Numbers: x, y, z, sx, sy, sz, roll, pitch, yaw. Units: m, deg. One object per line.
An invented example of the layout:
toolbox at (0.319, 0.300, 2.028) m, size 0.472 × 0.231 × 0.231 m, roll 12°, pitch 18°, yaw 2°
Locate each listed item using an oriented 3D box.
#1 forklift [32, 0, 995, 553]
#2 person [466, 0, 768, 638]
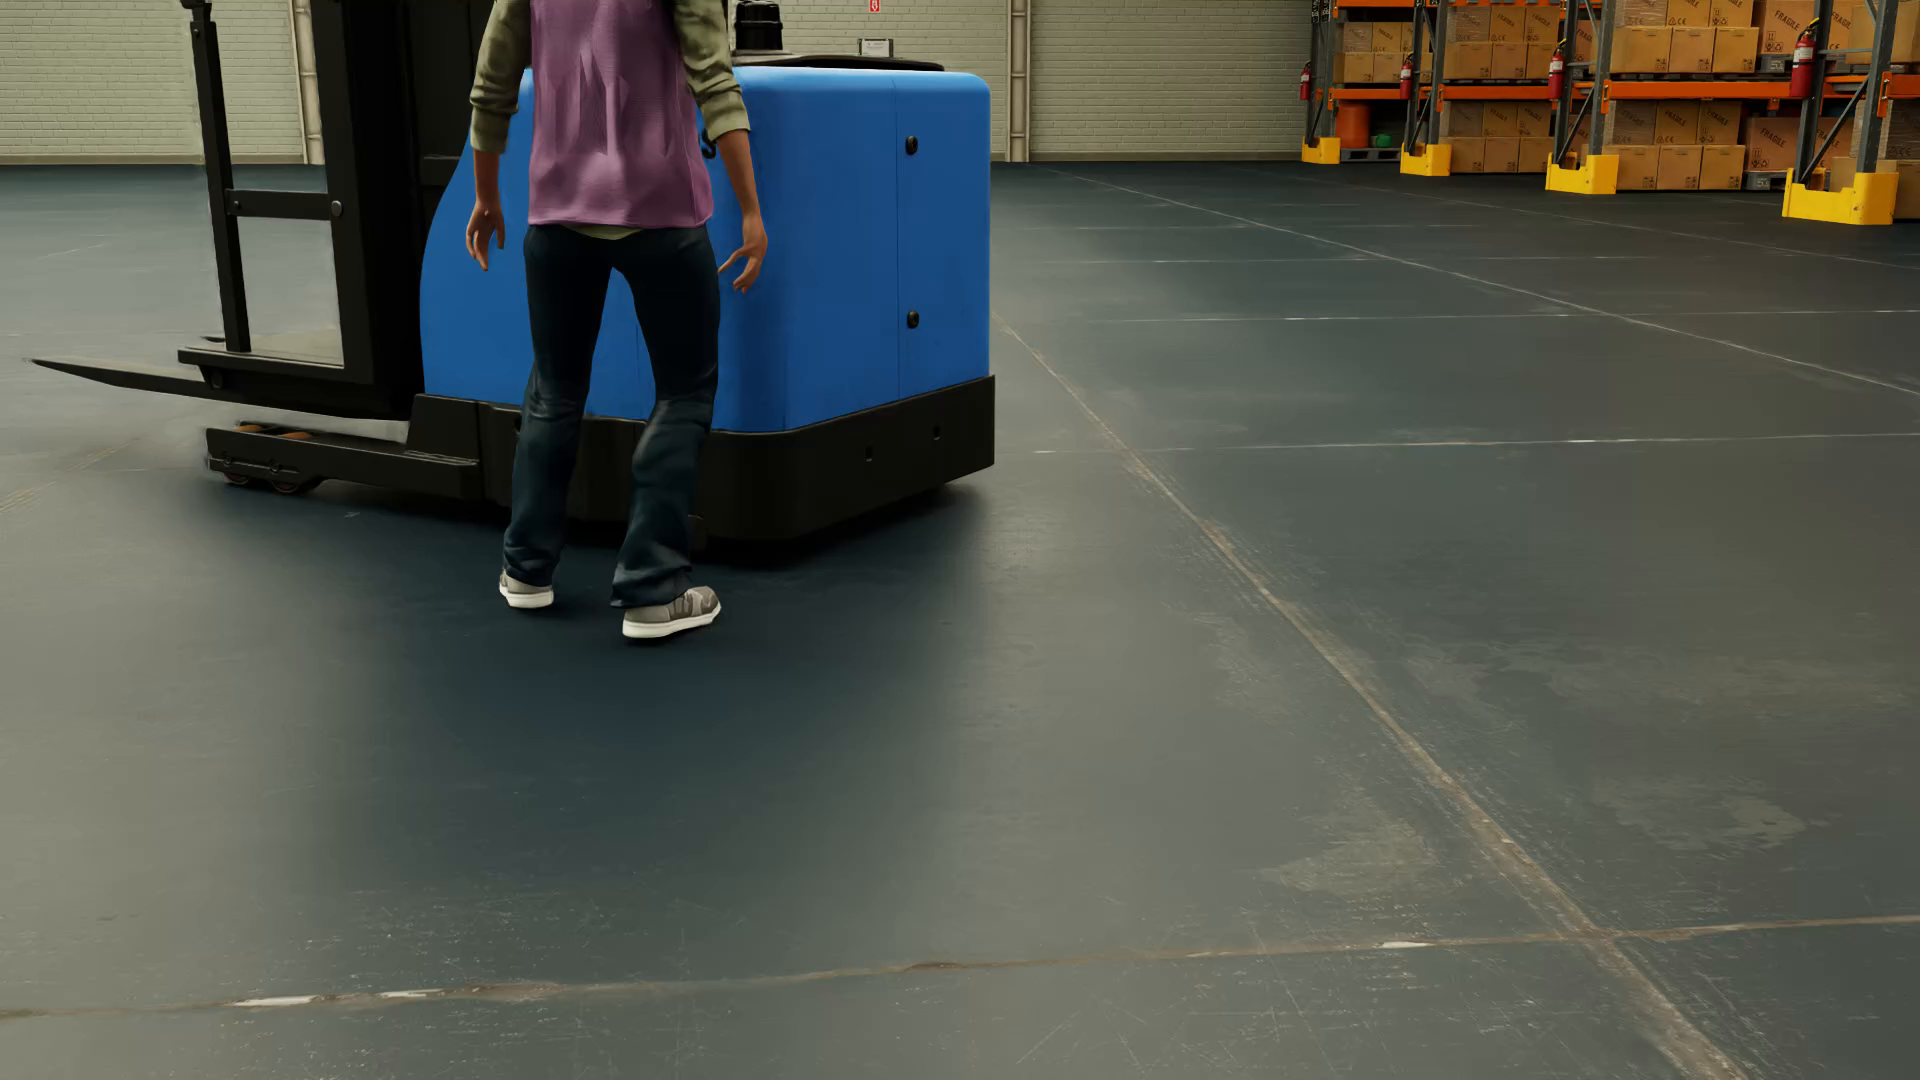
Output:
forklift at (-1.439, -1.645, 4.427) m, size 3.031 × 2.935 × 1.130 m, roll 9°, pitch 17°, yaw 30°
person at (-0.665, -0.598, 3.141) m, size 0.708 × 1.570 × 0.362 m, roll 5°, pitch 15°, yaw 17°
